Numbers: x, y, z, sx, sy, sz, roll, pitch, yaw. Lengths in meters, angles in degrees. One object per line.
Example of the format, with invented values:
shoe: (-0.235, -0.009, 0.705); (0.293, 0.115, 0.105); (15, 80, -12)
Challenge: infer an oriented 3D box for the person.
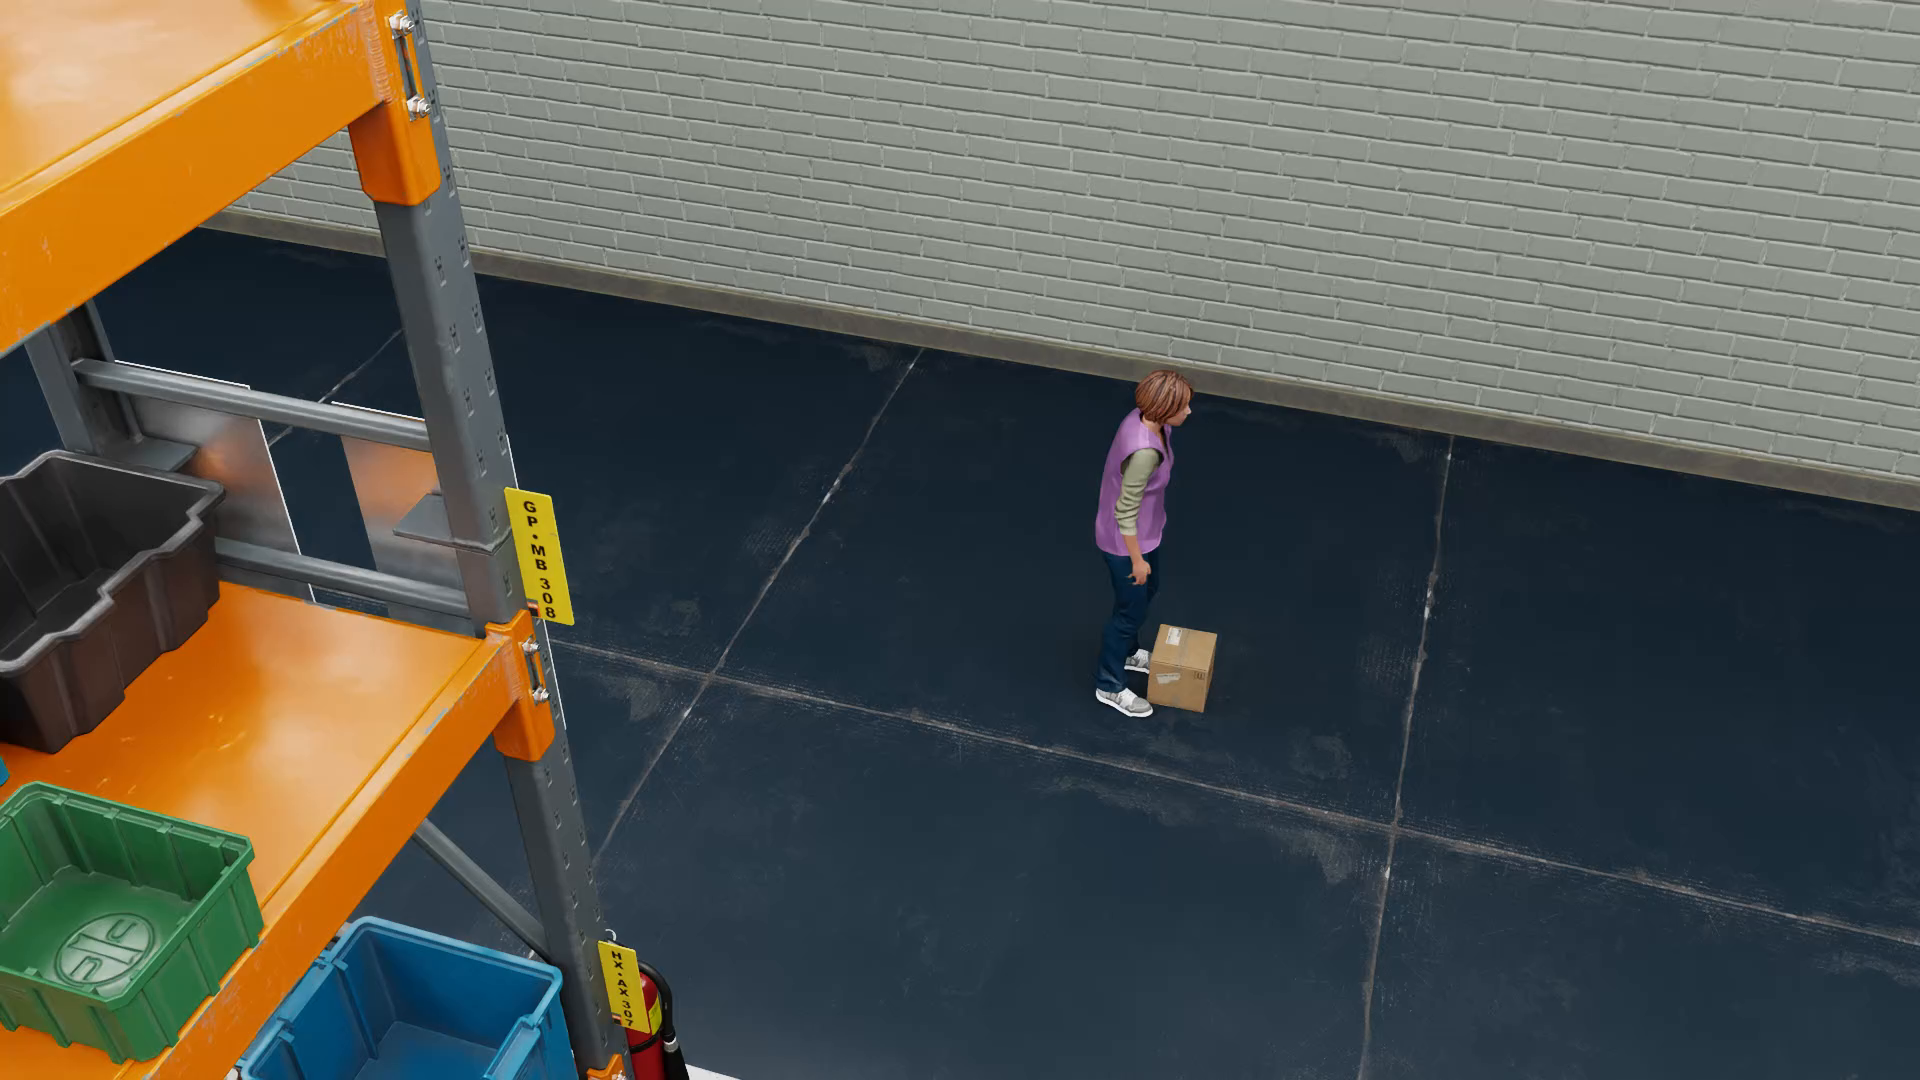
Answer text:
person: (0.734, 0.066, 6.976); (0.337, 1.392, 0.483); (9, 39, 12)
